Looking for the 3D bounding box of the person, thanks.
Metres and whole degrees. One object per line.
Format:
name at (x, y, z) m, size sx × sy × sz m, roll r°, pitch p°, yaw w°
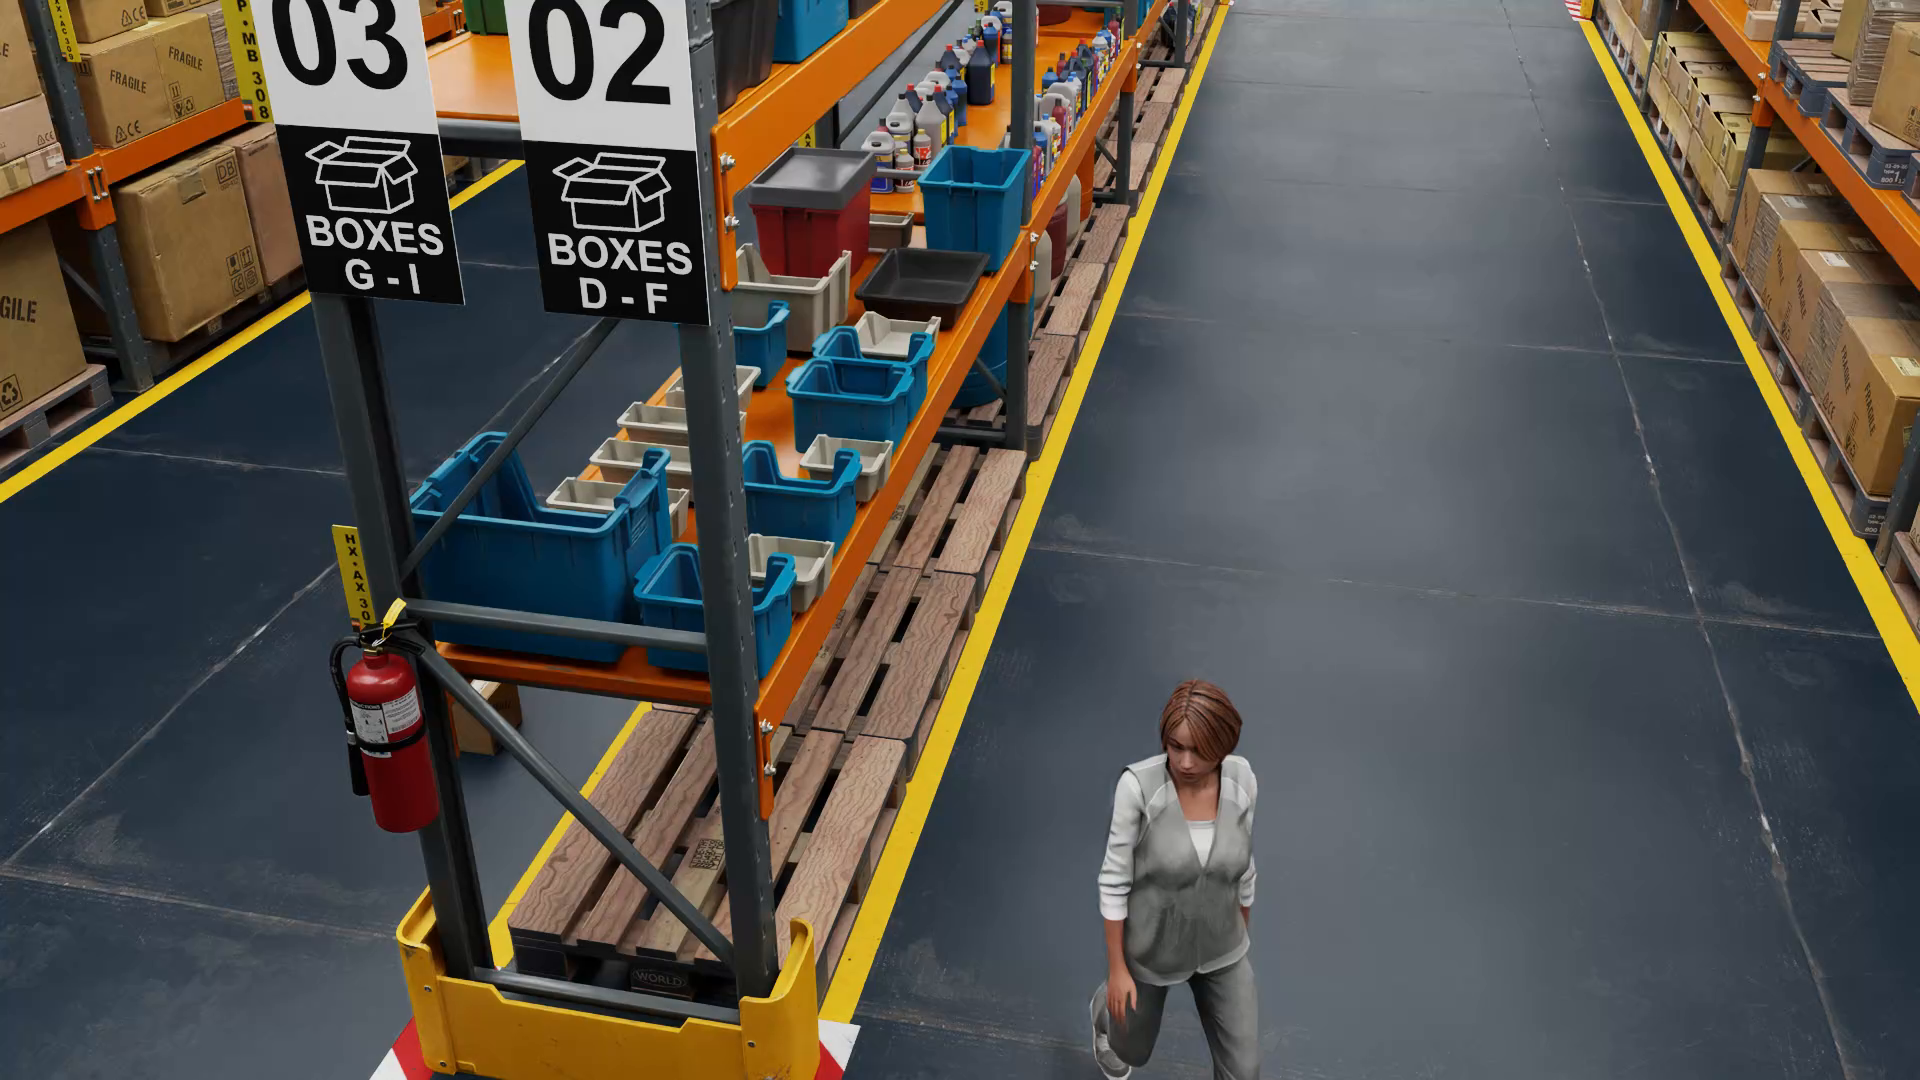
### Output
person at (0.563, 1.030, 4.285) m, size 0.446 × 1.551 × 0.871 m, roll -6°, pitch 30°, yaw -11°
